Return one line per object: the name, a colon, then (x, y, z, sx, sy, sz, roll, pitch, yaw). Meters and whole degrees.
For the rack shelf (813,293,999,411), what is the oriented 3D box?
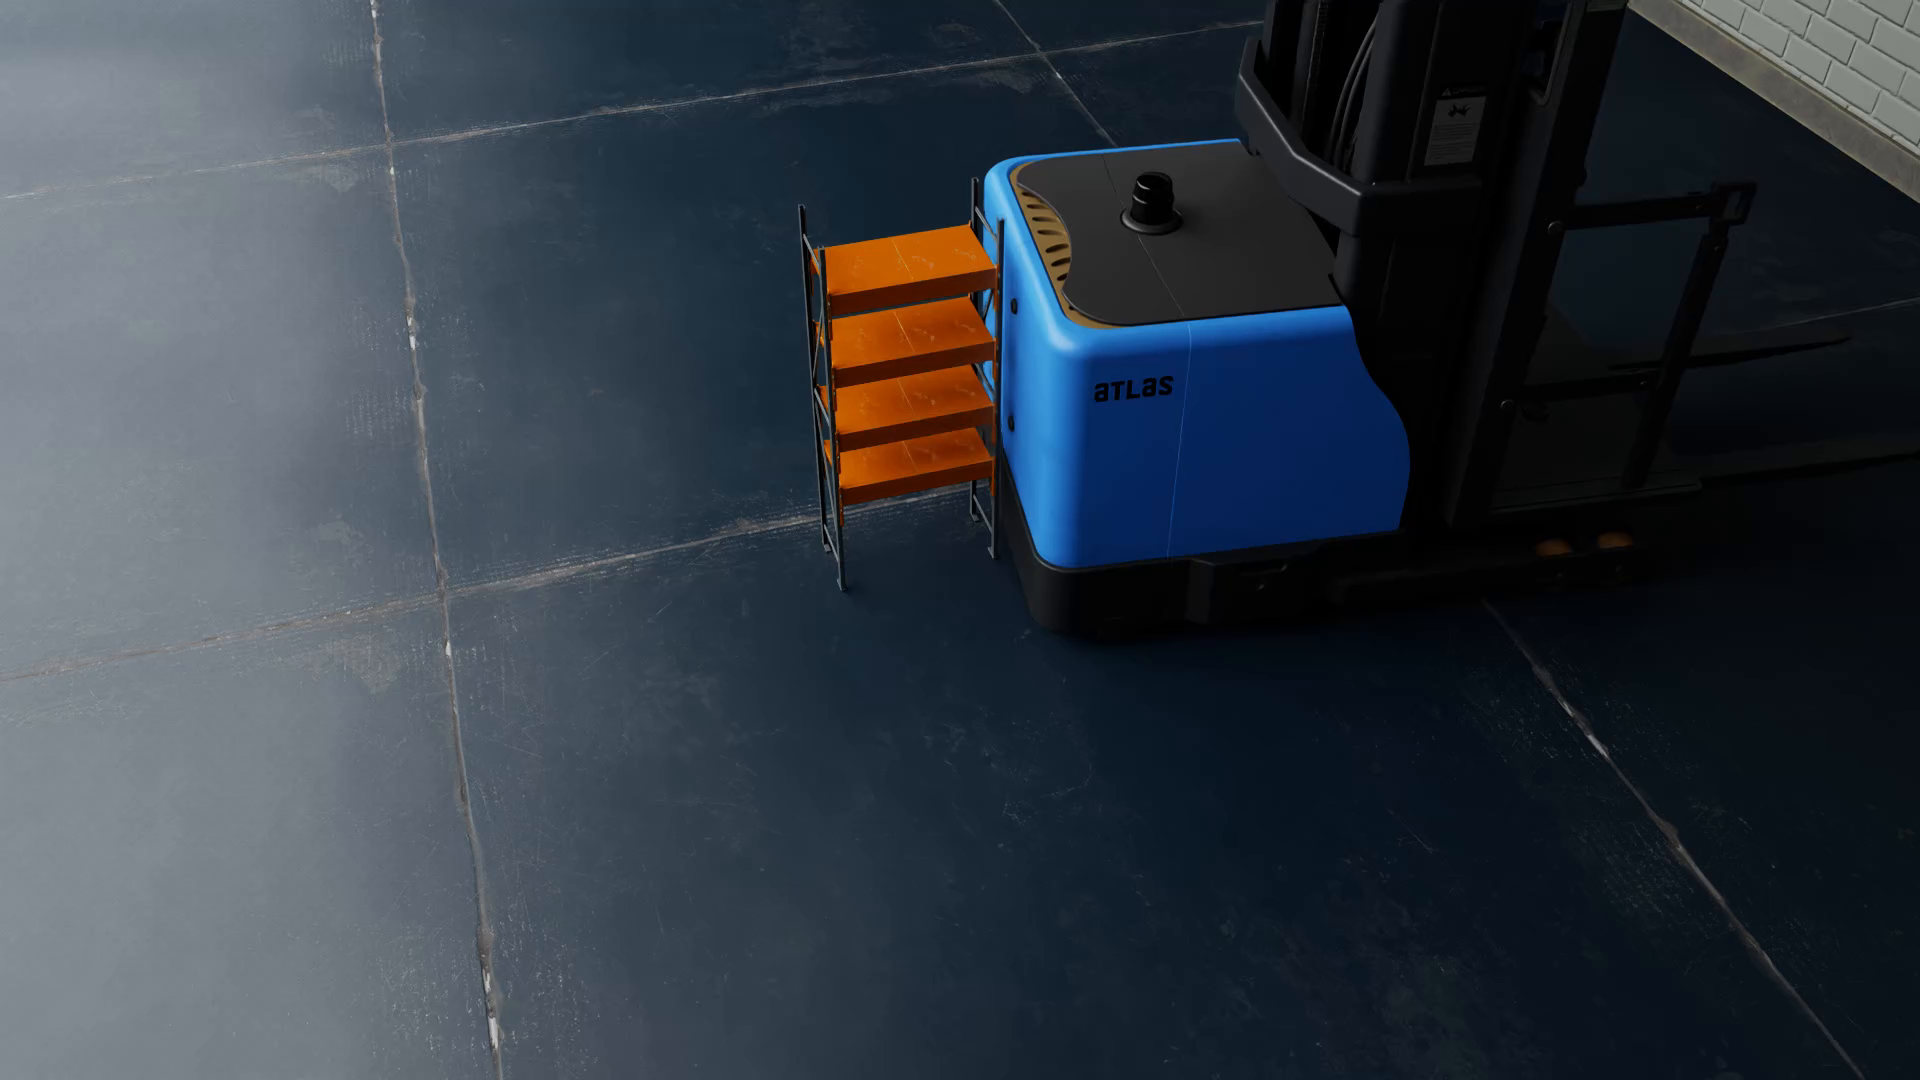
rack shelf: (-0.158, -0.537, 4.715, 0.480, 0.148, 0.258, -12, 42, -13)

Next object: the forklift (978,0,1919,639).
forklift: (1.625, -1.282, 4.489, 3.031, 2.935, 1.130, -7, 42, -8)

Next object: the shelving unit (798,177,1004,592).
shelving unit: (-0.158, -0.419, 4.818, 0.503, 1.200, 0.258, -12, 42, -13)

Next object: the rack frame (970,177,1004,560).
rack frame: (0.075, -0.467, 4.873, 0.015, 1.200, 0.240, -12, 42, -13)

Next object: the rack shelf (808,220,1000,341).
rack shelf: (-0.158, -0.715, 4.559, 0.480, 0.148, 0.258, -12, 42, -13)

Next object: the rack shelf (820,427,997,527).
rack shelf: (-0.158, -0.219, 4.993, 0.480, 0.148, 0.258, -12, 42, -13)

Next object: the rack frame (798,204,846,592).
rack frame: (-0.391, -0.371, 4.763, 0.015, 1.200, 0.240, -12, 42, -13)

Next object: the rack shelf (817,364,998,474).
rack shelf: (-0.158, -0.368, 4.862, 0.480, 0.148, 0.258, -12, 42, -13)
